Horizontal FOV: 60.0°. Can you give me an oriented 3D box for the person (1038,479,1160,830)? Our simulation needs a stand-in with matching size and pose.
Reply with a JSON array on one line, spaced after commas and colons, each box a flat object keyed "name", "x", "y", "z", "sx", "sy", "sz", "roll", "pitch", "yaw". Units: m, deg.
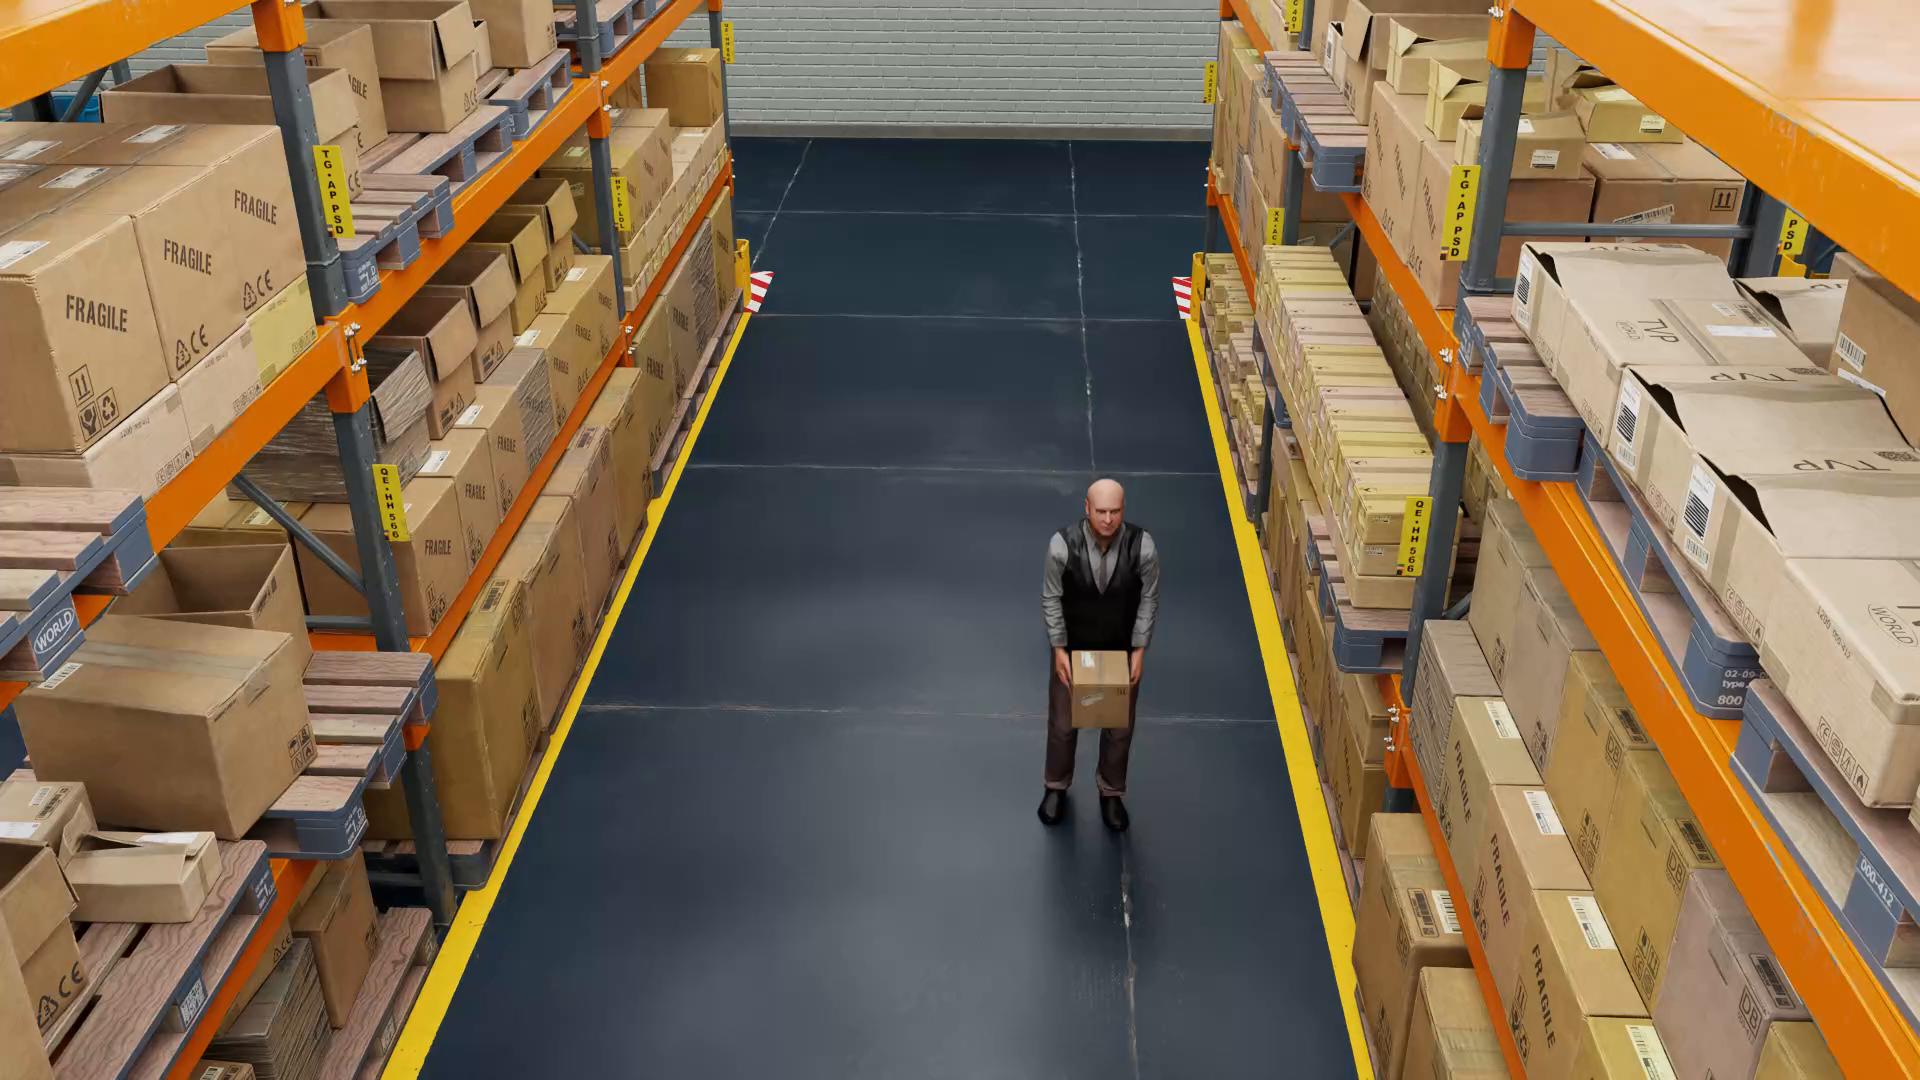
[{"name": "person", "x": 0.636, "y": 0.520, "z": 7.654, "sx": 0.544, "sy": 1.728, "sz": 0.482, "roll": 1, "pitch": 28, "yaw": 1}]
